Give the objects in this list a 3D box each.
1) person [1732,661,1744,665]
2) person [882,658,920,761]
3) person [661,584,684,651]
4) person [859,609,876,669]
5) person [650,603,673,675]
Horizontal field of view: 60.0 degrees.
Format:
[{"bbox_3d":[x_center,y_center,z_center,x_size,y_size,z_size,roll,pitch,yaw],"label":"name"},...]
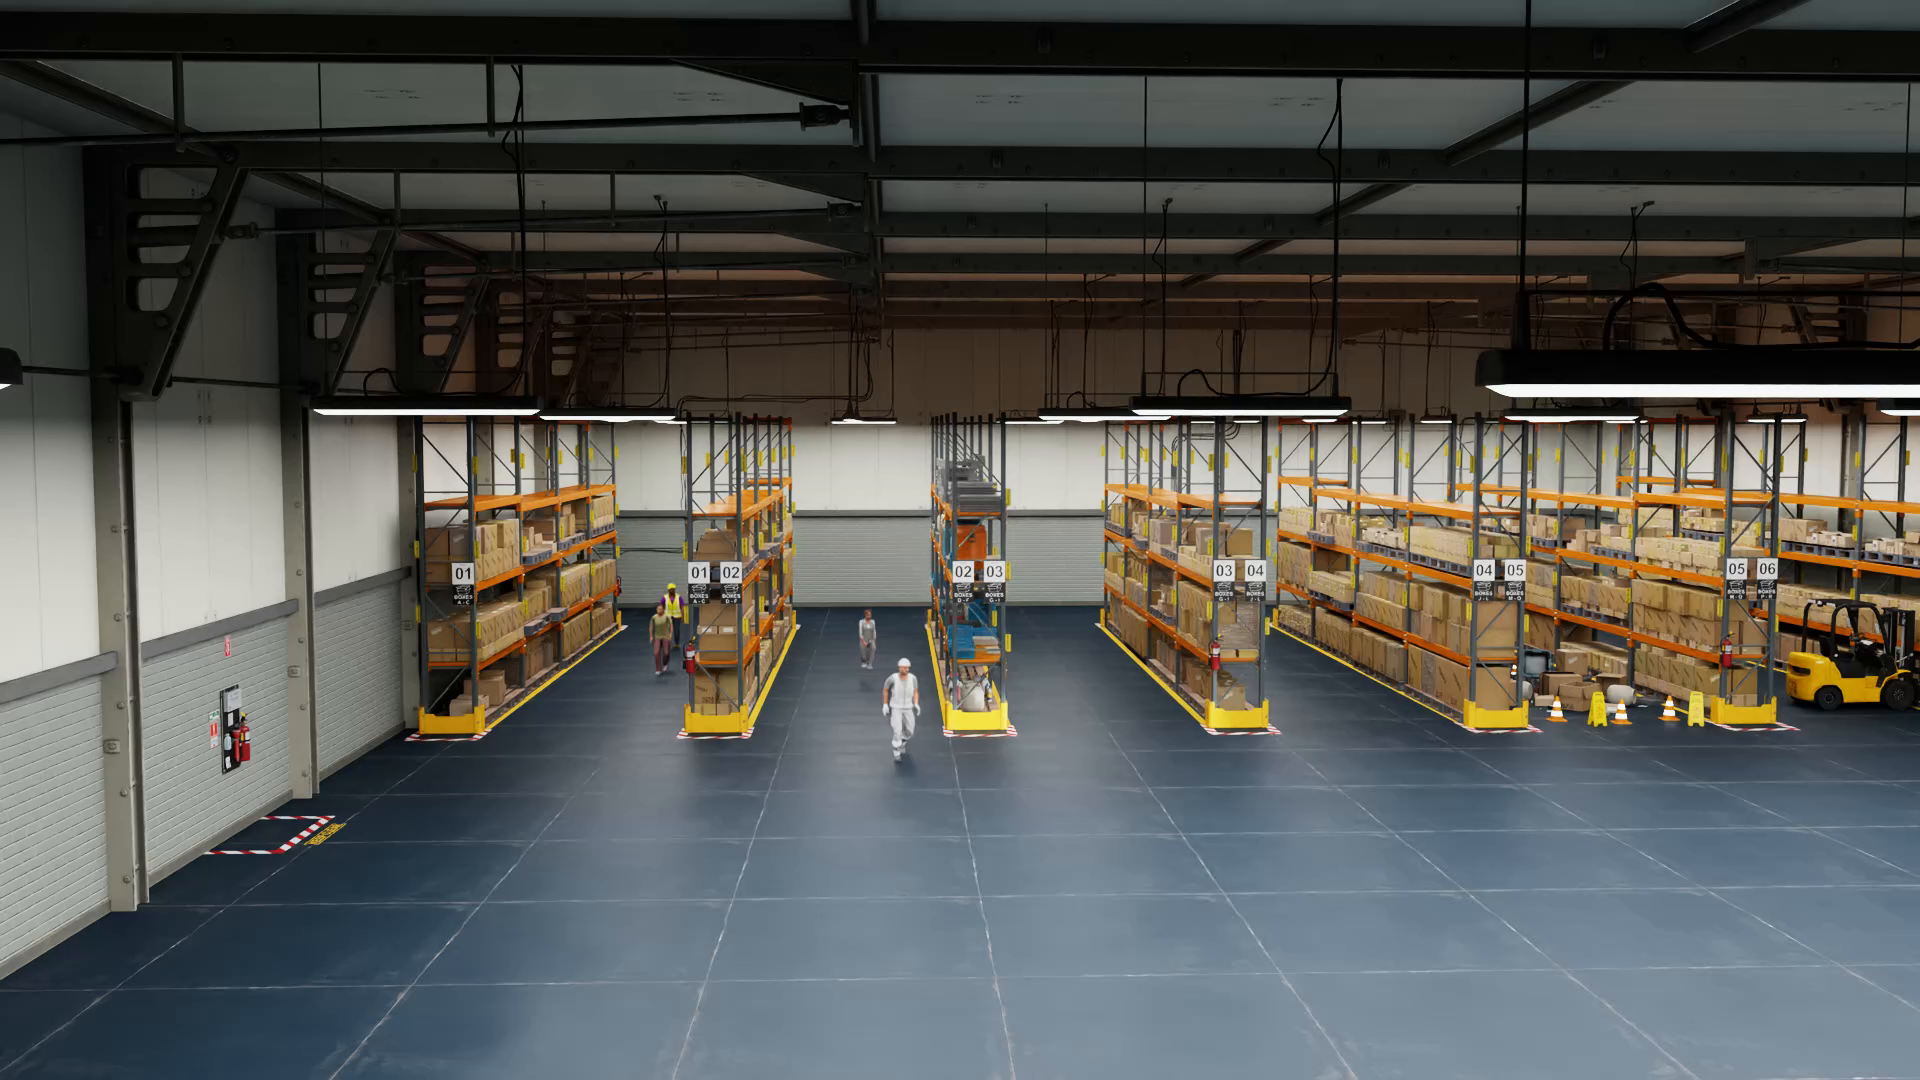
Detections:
[{"bbox_3d":[16.790,2.488,36.048,0.530,1.578,0.697,0,4,-1],"label":"person"},{"bbox_3d":[-1.050,2.898,28.668,0.603,1.764,0.678,-2,4,-23],"label":"person"},{"bbox_3d":[-7.347,1.965,42.334,0.660,1.697,1.092,-1,4,-8],"label":"person"},{"bbox_3d":[-2.072,2.236,37.455,0.405,1.354,0.972,-1,4,-10],"label":"person"},{"bbox_3d":[-6.932,2.291,38.626,0.545,1.635,0.604,0,4,-2],"label":"person"}]
